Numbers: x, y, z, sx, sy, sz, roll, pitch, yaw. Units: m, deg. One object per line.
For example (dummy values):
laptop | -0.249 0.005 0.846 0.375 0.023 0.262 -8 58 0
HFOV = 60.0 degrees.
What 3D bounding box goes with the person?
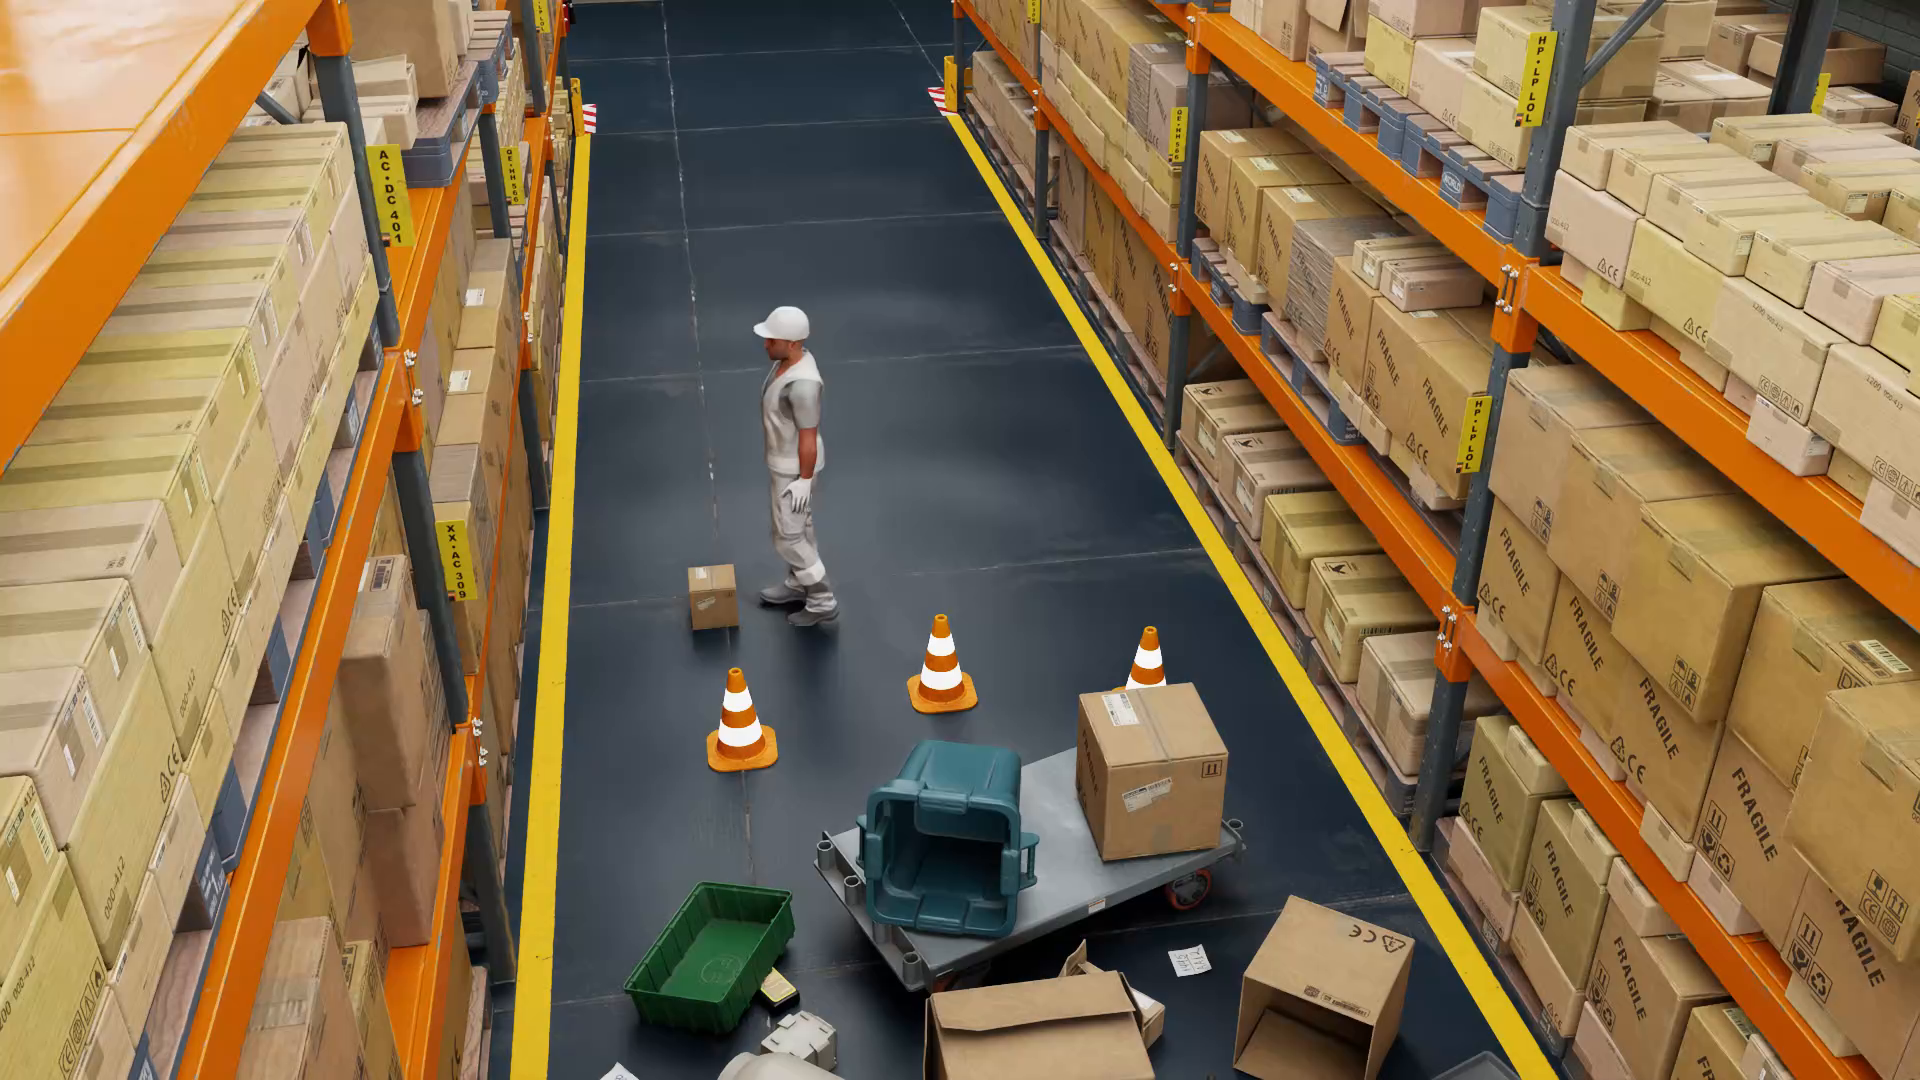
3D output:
person | -0.895 -0.392 8.780 0.414 1.808 0.550 -5 31 -9
